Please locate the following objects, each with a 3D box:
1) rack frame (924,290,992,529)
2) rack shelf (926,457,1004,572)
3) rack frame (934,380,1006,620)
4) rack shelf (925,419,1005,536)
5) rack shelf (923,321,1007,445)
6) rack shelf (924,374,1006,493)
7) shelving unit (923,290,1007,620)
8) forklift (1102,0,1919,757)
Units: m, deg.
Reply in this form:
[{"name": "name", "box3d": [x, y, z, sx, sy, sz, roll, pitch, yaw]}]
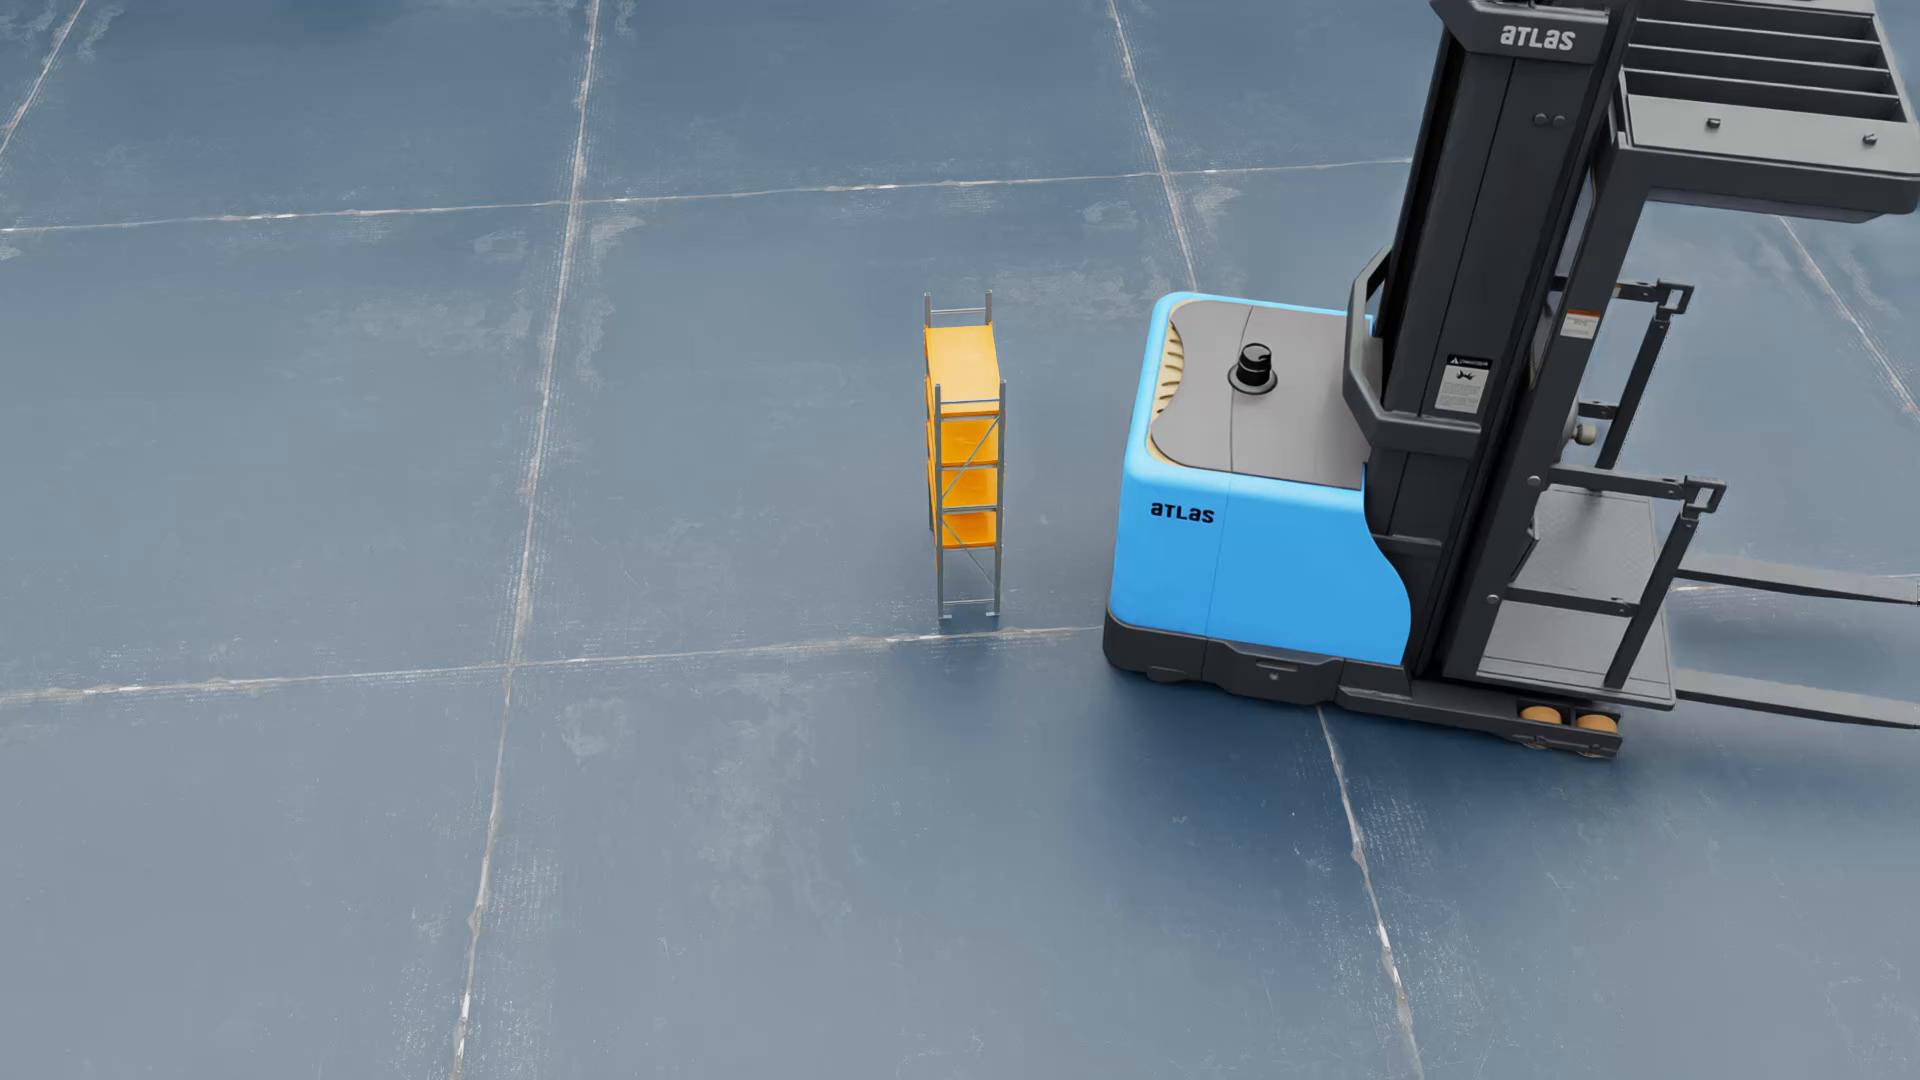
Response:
[{"name": "rack frame", "box3d": [-0.007, -0.469, 6.368, 0.240, 1.200, 0.015, -3, 47, -3]}, {"name": "rack shelf", "box3d": [0.014, -0.110, 6.394, 0.258, 0.148, 0.480, -3, 47, -3]}, {"name": "rack frame", "box3d": [0.034, -0.116, 6.034, 0.240, 1.200, 0.015, -3, 47, -3]}, {"name": "rack shelf", "box3d": [0.014, -0.247, 6.250, 0.258, 0.148, 0.480, -3, 47, -3]}, {"name": "rack shelf", "box3d": [0.014, -0.563, 5.916, 0.258, 0.148, 0.480, -3, 47, -3]}, {"name": "rack shelf", "box3d": [0.014, -0.400, 6.087, 0.258, 0.148, 0.480, -3, 47, -3]}, {"name": "shelving unit", "box3d": [0.014, -0.293, 6.201, 0.258, 1.200, 0.503, -3, 47, -3]}, {"name": "forklift", "box3d": [2.106, -0.646, 5.343, 3.031, 2.935, 1.130, 8, 47, 8]}]
